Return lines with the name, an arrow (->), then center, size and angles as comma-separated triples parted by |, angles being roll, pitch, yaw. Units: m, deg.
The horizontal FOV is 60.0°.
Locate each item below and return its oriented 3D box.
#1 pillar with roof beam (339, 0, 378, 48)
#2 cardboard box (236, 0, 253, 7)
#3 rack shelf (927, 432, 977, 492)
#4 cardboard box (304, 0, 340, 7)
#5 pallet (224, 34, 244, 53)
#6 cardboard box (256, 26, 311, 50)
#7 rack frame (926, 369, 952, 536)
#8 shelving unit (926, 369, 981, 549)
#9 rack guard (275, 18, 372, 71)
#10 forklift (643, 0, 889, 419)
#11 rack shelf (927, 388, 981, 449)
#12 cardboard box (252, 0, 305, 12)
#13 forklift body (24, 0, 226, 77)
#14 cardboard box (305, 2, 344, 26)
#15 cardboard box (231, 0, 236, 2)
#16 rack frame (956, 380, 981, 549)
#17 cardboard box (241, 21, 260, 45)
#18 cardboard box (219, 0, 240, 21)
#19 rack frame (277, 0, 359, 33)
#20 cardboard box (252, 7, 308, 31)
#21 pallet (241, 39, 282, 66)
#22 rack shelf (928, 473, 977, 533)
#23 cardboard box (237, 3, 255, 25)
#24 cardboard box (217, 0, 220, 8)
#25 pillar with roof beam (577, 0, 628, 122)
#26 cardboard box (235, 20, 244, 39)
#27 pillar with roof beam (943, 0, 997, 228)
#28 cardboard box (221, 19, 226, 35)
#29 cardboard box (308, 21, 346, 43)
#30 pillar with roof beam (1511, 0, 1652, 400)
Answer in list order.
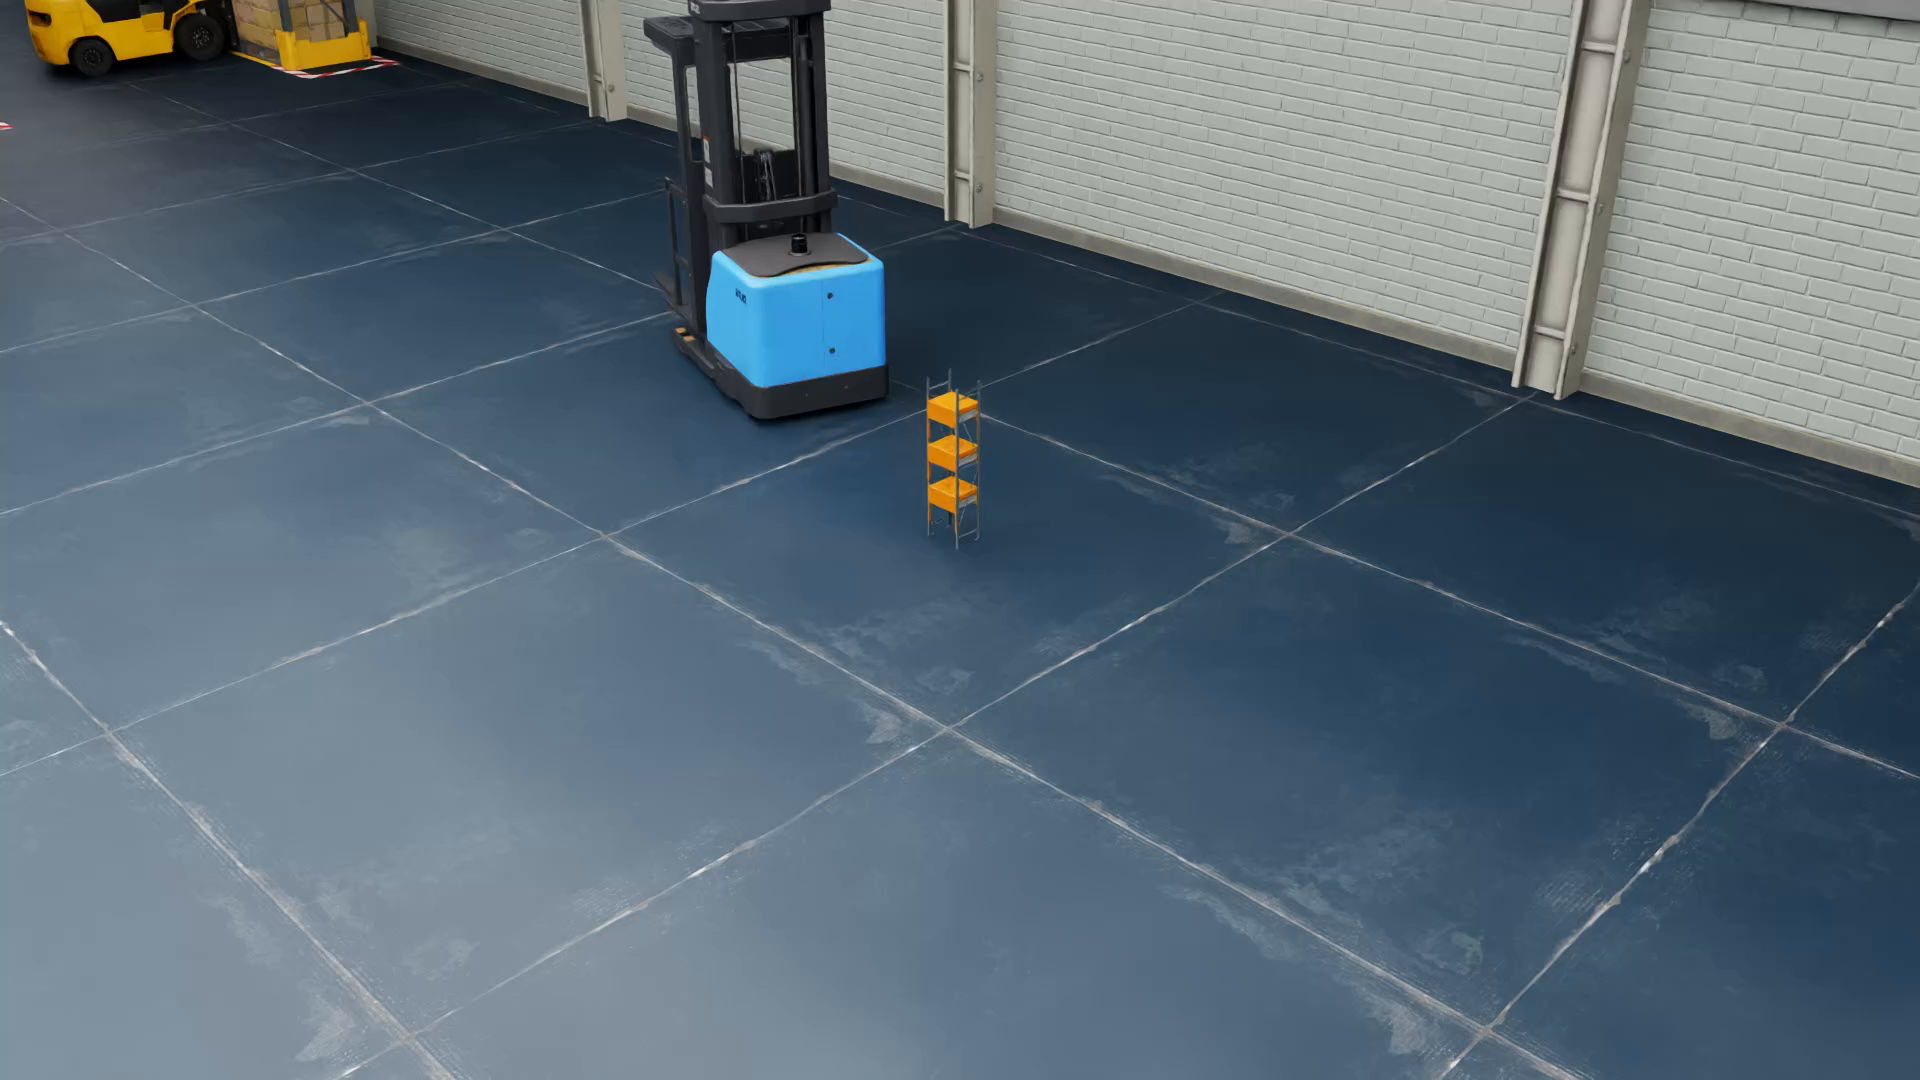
pillar with roof beam -> -11.483, -9.567, 18.775 | 0.400, 9.000, 9.100 | 25, 36, 38
cardboard box -> -9.516, -7.437, 22.599 | 0.500, 0.250, 0.500 | -25, 36, -38
rack shelf -> -0.038, -0.473, 10.044 | 0.240, 0.259, 0.215 | 25, 36, 38
cardboard box -> -8.811, -7.445, 22.615 | 0.500, 0.250, 0.500 | 24, 36, 38
pallet -> -10.041, -7.213, 23.742 | 1.213, 0.211, 1.003 | 25, 36, 38
cardboard box -> -9.157, -6.831, 22.522 | 0.500, 0.250, 0.500 | 25, 37, 39
rack frame -> -0.125, -0.522, 10.115 | 0.008, 1.050, 0.200 | 25, 36, 38
shelving unit -> -0.038, -0.482, 10.039 | 0.252, 1.050, 0.215 | 25, 36, 38
rack guard -> -8.583, -6.700, 22.454 | 0.348, 0.500, 1.175 | 25, 36, 38
forklift -> -1.630, -2.807, 12.439 | 1.130, 2.935, 3.031 | -13, 30, -23
rack shelf -> -0.038, -0.724, 9.912 | 0.240, 0.259, 0.215 | 25, 36, 38
cardboard box -> -9.148, -7.272, 22.286 | 0.500, 0.250, 0.500 | -24, 36, -38
forklift body -> -11.232, -7.452, 22.110 | 1.214, 2.155, 2.313 | 25, 36, 38
cardboard box -> -8.790, -7.226, 22.736 | 0.500, 0.250, 0.500 | -25, 36, -38
cardboard box -> -9.883, -7.598, 22.906 | 0.500, 0.250, 0.500 | -25, 37, -39
rack frame -> 0.049, -0.442, 9.963 | 0.008, 1.050, 0.200 | 25, 36, 38
cardboard box -> -9.505, -6.997, 22.836 | 0.500, 0.250, 0.500 | 25, 36, 38
cardboard box -> -9.900, -7.388, 23.043 | 0.500, 0.250, 0.500 | 24, 36, 37
rack frame -> -8.601, -7.814, 21.888 | 0.127, 3.000, 1.000 | 25, 36, 38
cardboard box -> -9.167, -7.059, 22.418 | 0.500, 0.250, 0.500 | 24, 36, 38
pallet -> -9.175, -6.815, 22.985 | 1.213, 0.211, 1.003 | 25, 36, 38
rack shelf -> -0.038, -0.227, 10.173 | 0.240, 0.259, 0.215 | 25, 36, 38
cardboard box -> -9.517, -7.226, 22.736 | 0.500, 0.250, 0.500 | 24, 36, 38
cardboard box -> -10.254, -7.552, 23.356 | 0.500, 0.250, 0.500 | 24, 36, 38
pillar with roof beam -> -7.205, -7.609, 15.052 | 0.400, 9.000, 9.100 | 25, 36, 38
cardboard box -> -9.856, -7.163, 23.153 | 0.500, 0.250, 0.500 | -25, 37, -39
pillar with roof beam -> -2.927, -5.651, 11.329 | 0.400, 9.000, 9.100 | 25, 36, 38
cardboard box -> -10.242, -7.325, 23.461 | 0.500, 0.250, 0.500 | -24, 36, -38
cardboard box -> -8.814, -7.008, 22.858 | 0.500, 0.250, 0.500 | 25, 37, 39
pillar with roof beam -> 1.352, -3.694, 7.606 | 0.400, 9.000, 9.100 | 25, 36, 38
